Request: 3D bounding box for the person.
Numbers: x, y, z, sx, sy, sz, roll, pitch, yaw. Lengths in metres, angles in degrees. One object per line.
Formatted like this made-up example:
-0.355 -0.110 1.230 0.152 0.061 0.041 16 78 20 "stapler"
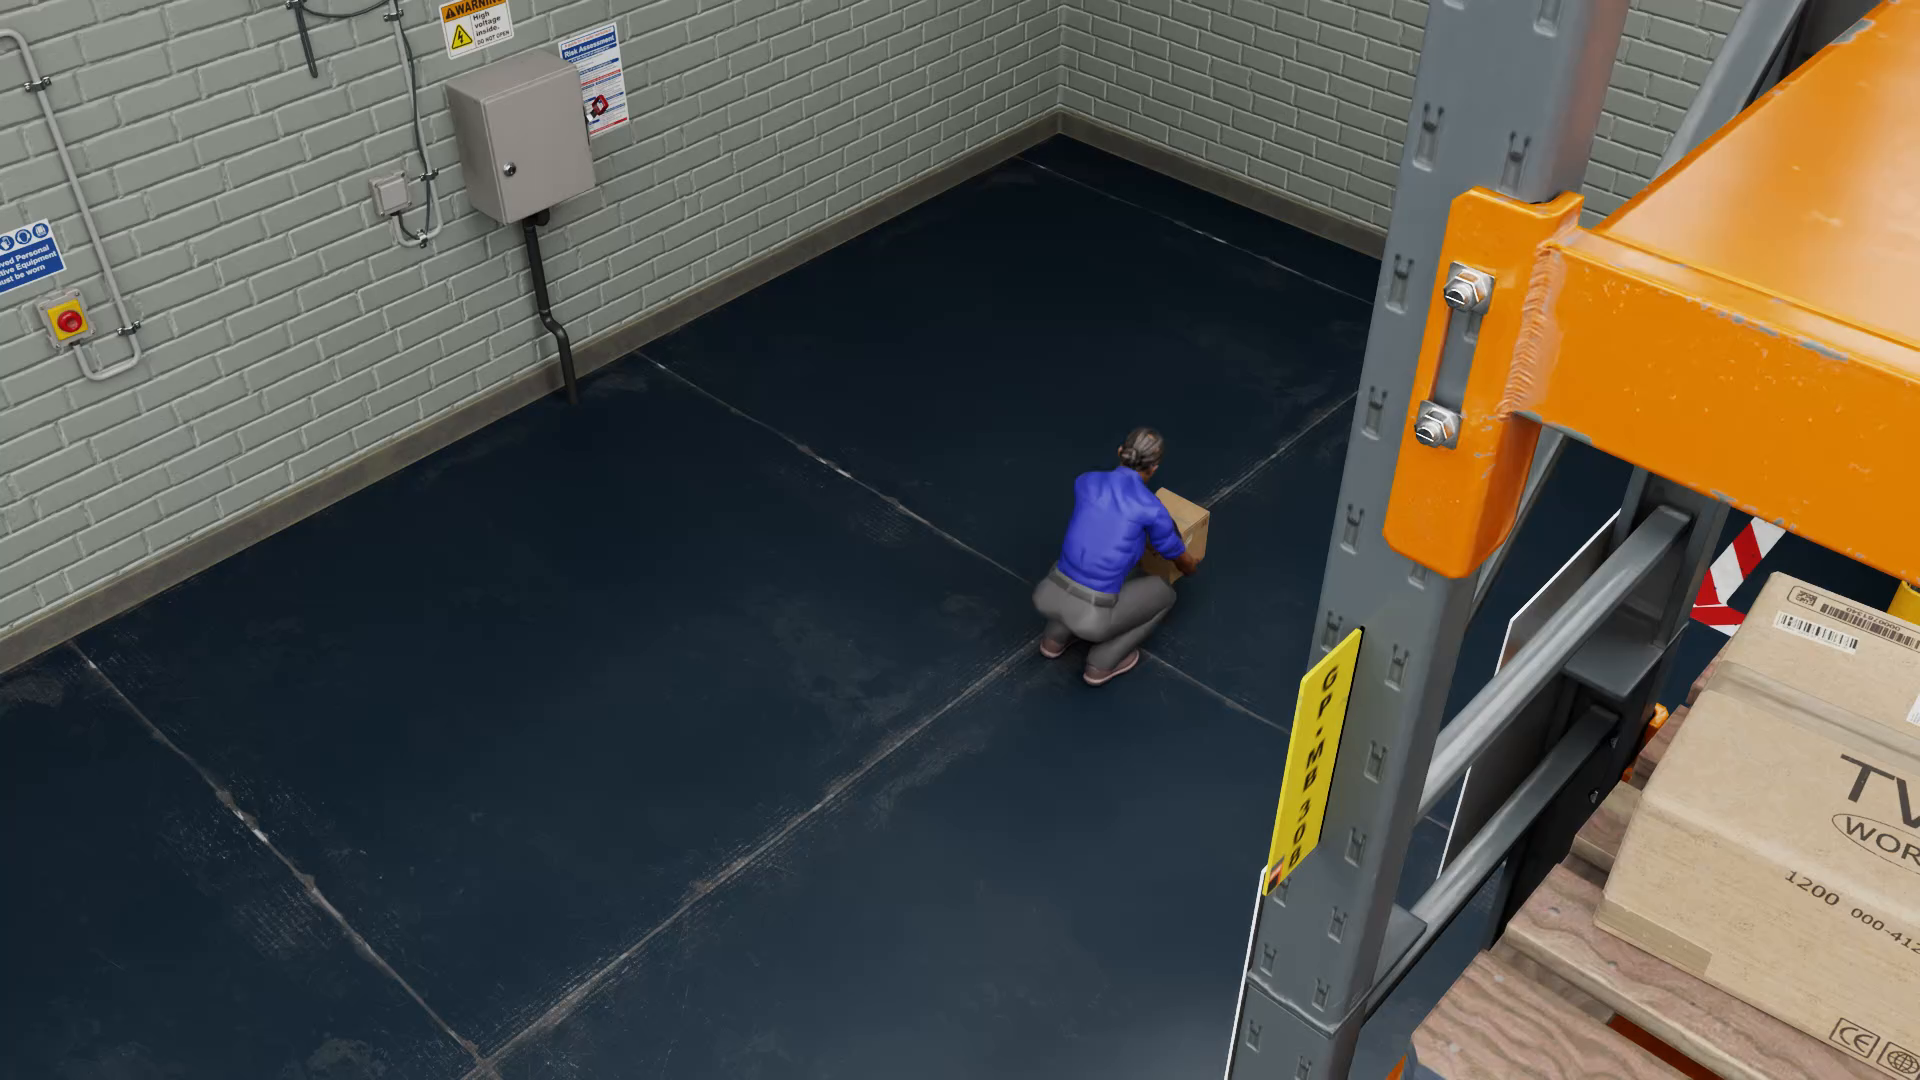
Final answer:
0.637 0.045 6.694 0.495 0.923 0.827 30 48 31 "person"
